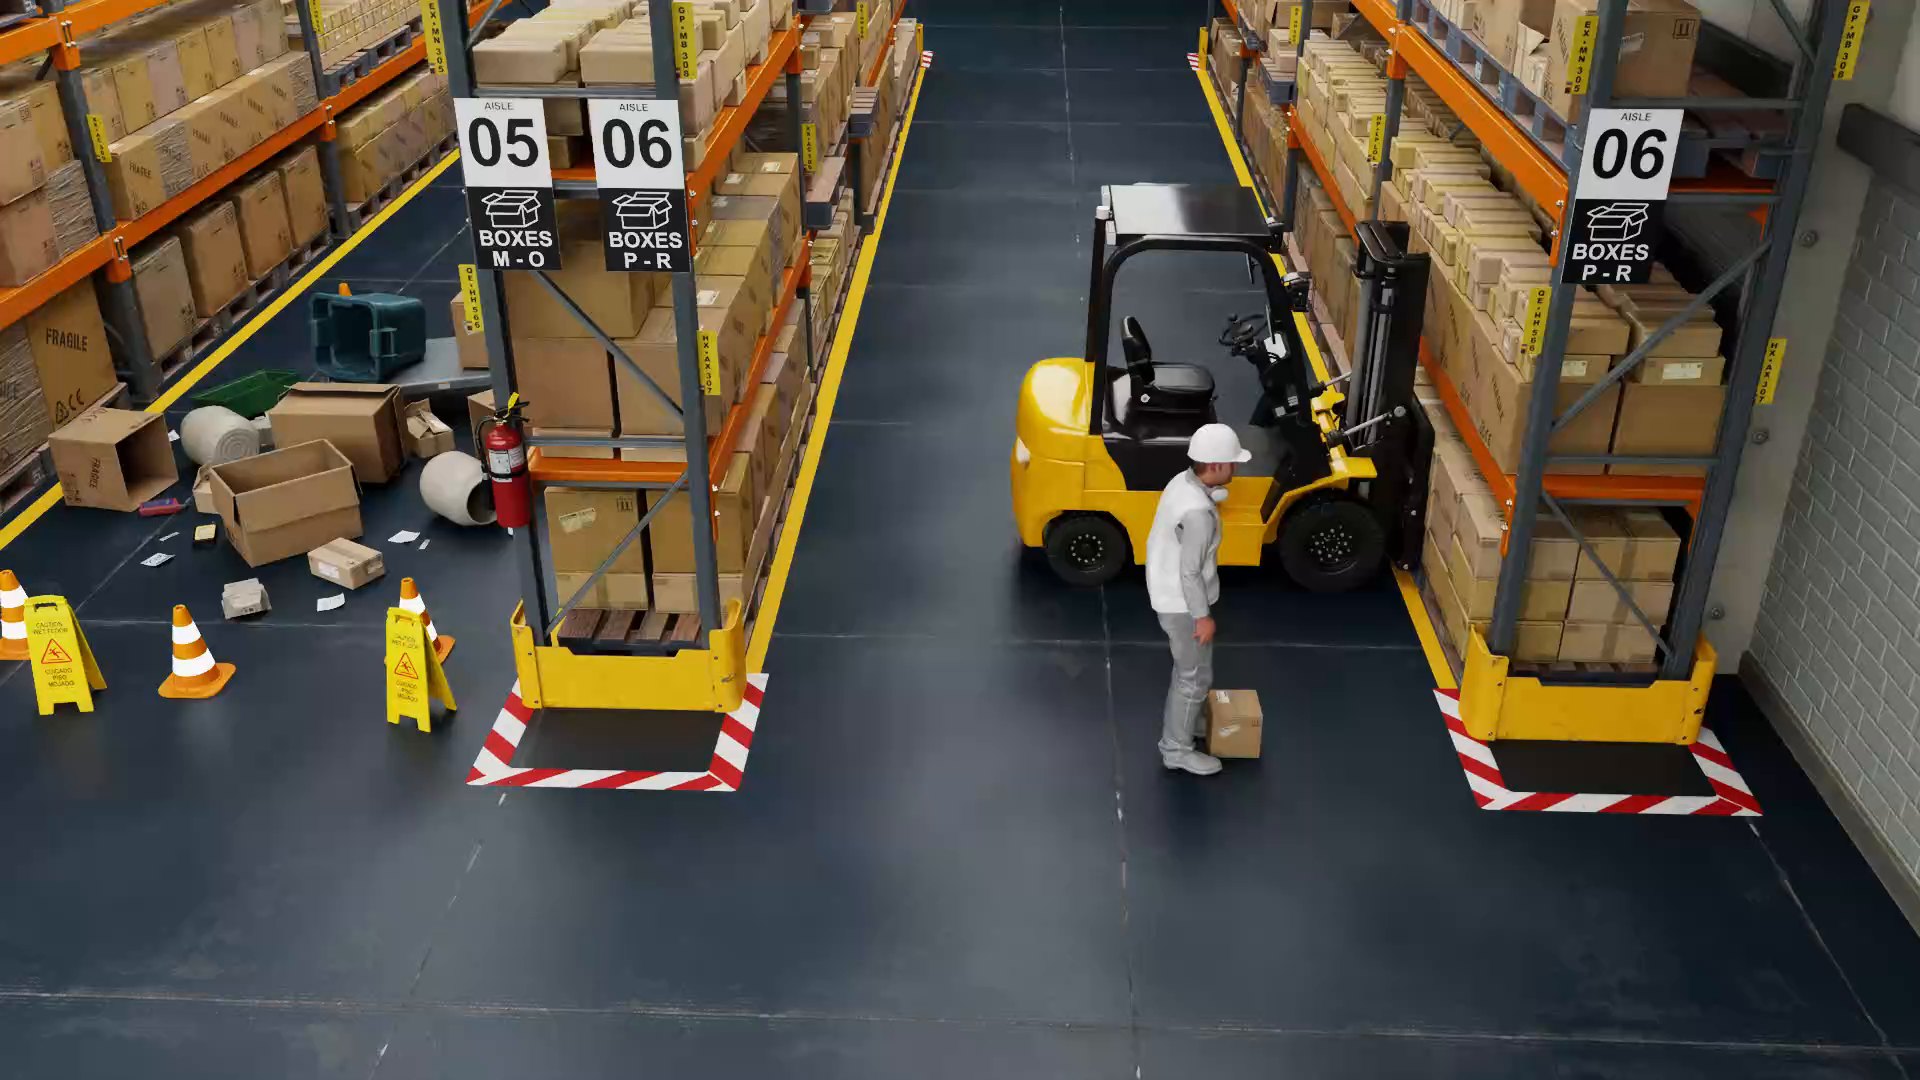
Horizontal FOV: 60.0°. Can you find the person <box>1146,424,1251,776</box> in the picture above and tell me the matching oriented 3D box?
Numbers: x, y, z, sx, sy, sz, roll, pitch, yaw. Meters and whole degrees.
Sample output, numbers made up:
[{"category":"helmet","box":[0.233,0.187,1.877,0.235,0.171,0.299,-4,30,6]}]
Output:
[{"category":"person","box":[1.129,0.262,8.095,0.462,1.772,0.581,1,28,2]}]
